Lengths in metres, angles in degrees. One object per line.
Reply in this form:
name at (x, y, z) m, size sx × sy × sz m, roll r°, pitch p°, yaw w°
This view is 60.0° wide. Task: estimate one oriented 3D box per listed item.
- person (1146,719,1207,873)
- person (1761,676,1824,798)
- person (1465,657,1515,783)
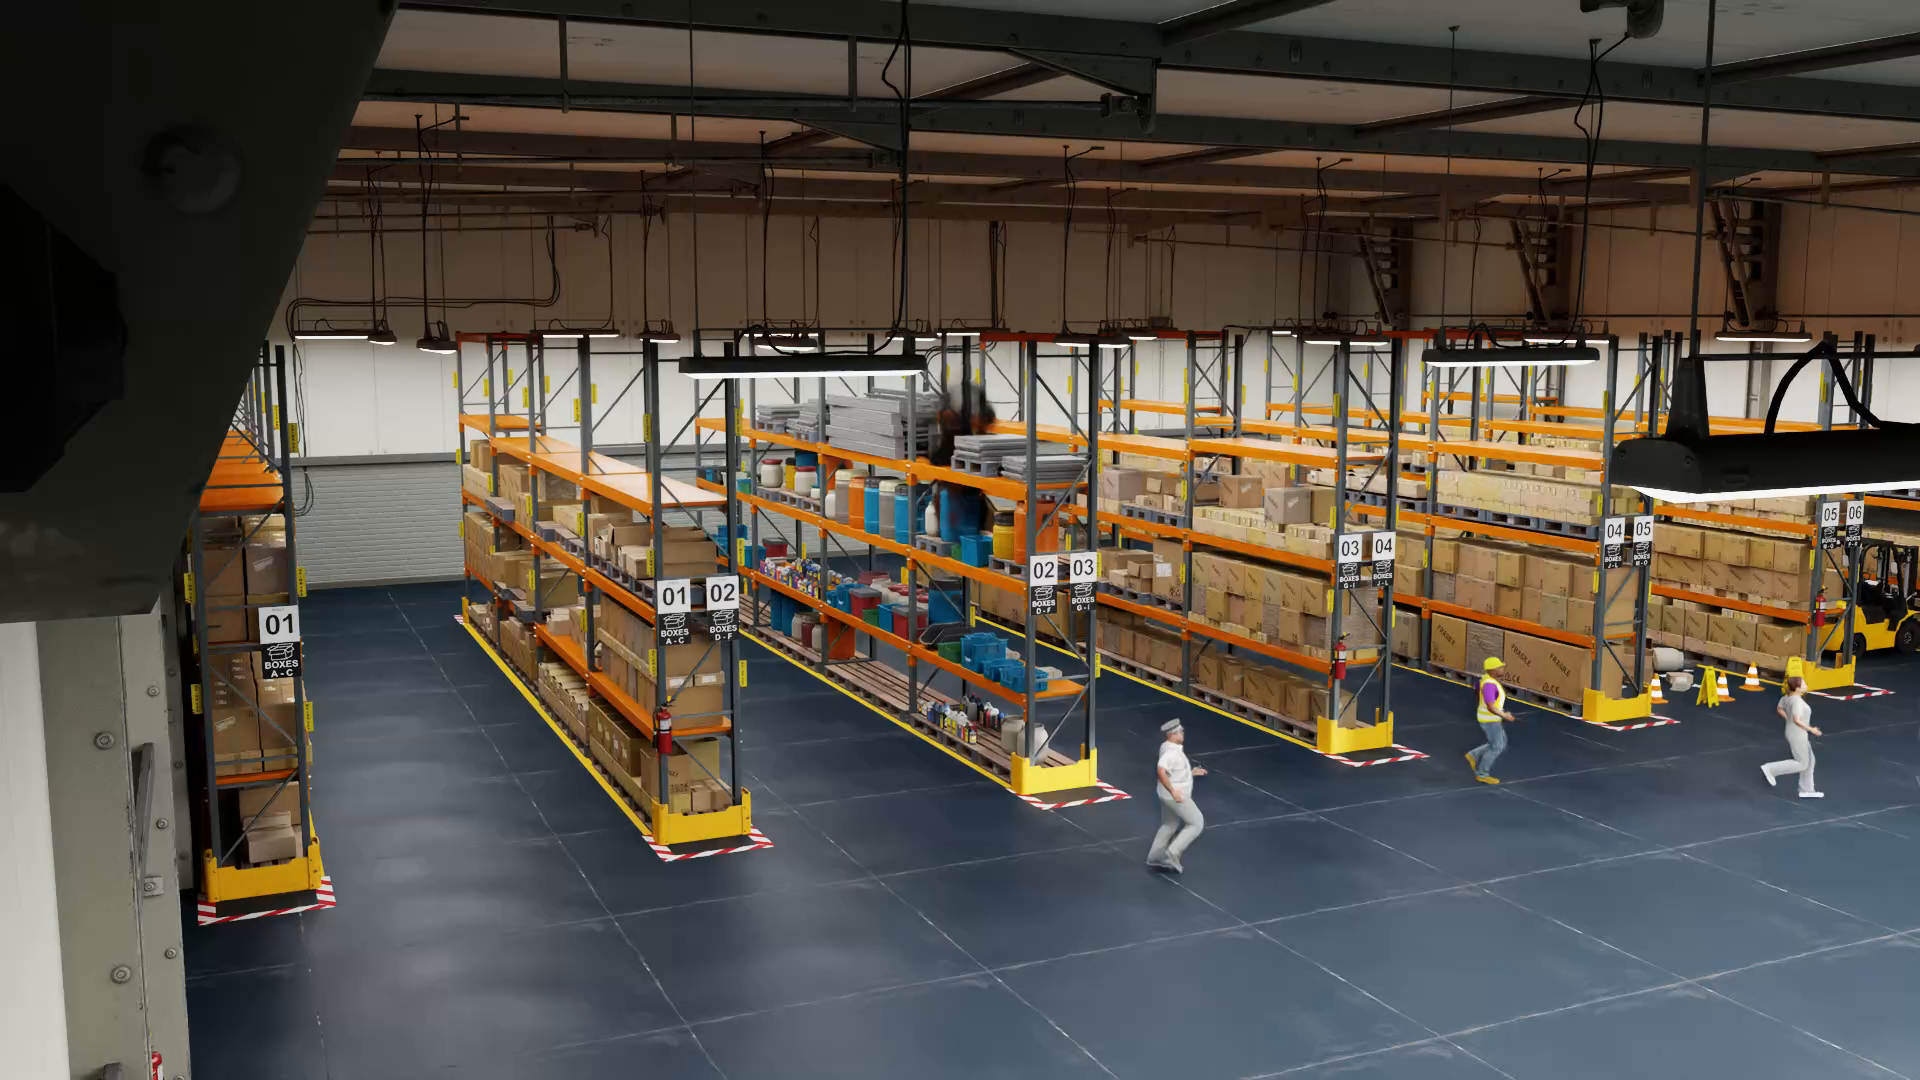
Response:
person at (2.496, 2.910, 18.983) m, size 0.669 × 1.775 × 0.637 m, roll -1°, pitch 8°, yaw -8°
person at (10.996, 2.592, 21.919) m, size 0.806 × 1.623 × 0.581 m, roll 1°, pitch 8°, yaw 11°
person at (7.217, 2.439, 22.642) m, size 0.606 × 1.726 × 0.742 m, roll 2°, pitch 8°, yaw 12°
